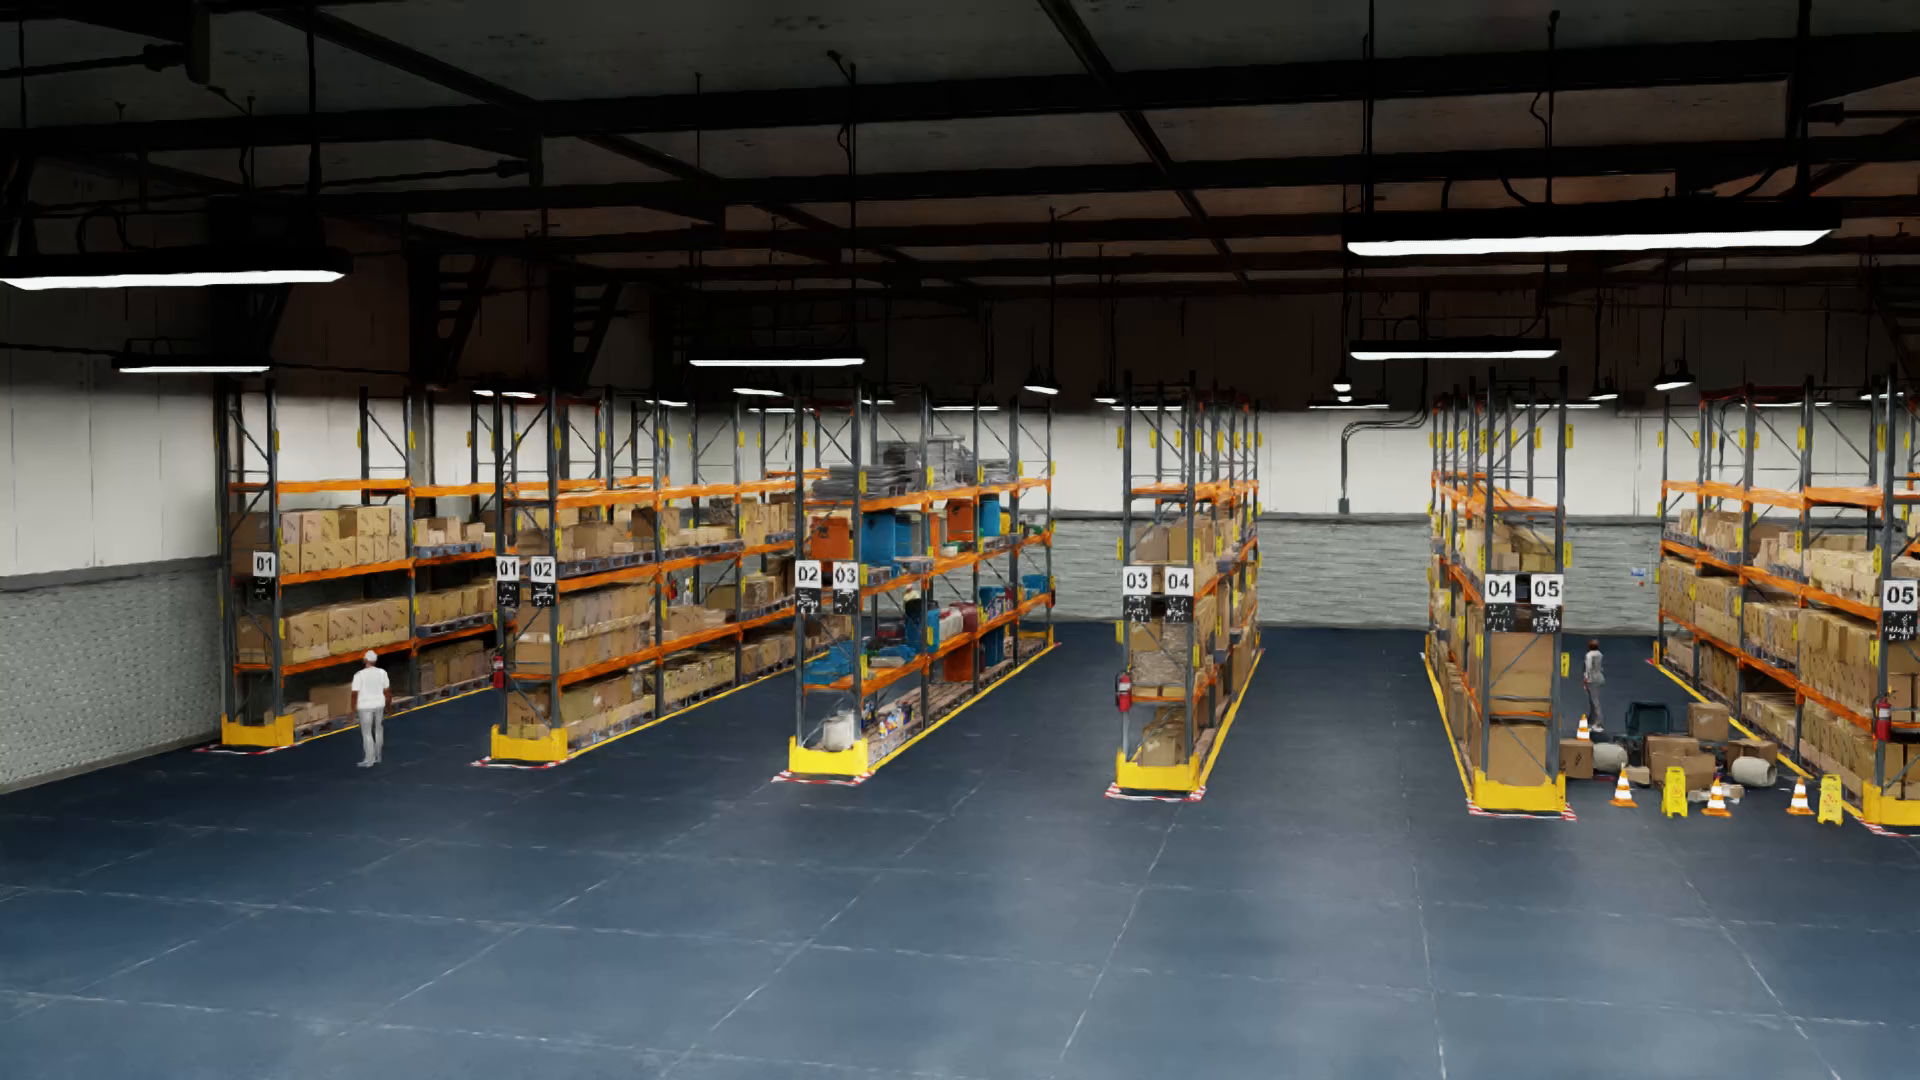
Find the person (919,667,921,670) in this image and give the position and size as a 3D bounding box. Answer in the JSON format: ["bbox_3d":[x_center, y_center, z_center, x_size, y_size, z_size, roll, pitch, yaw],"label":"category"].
[{"bbox_3d":[-0.744,1.954,36.270,0.601,1.713,0.673,2,4,32],"label":"person"}]

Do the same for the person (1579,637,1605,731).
[{"bbox_3d":[10.909,2.470,28.699,0.523,1.592,0.527,-3,5,-44],"label":"person"}]

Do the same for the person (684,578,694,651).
[{"bbox_3d":[-6.280,1.764,38.877,0.401,1.778,0.627,-1,3,-9],"label":"person"}]

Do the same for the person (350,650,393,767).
[{"bbox_3d":[-9.058,2.573,25.569,0.559,1.762,0.661,3,5,42],"label":"person"}]

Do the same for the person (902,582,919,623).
[{"bbox_3d":[-1.201,1.767,40.438,0.458,1.610,1.019,1,4,12],"label":"person"}]
